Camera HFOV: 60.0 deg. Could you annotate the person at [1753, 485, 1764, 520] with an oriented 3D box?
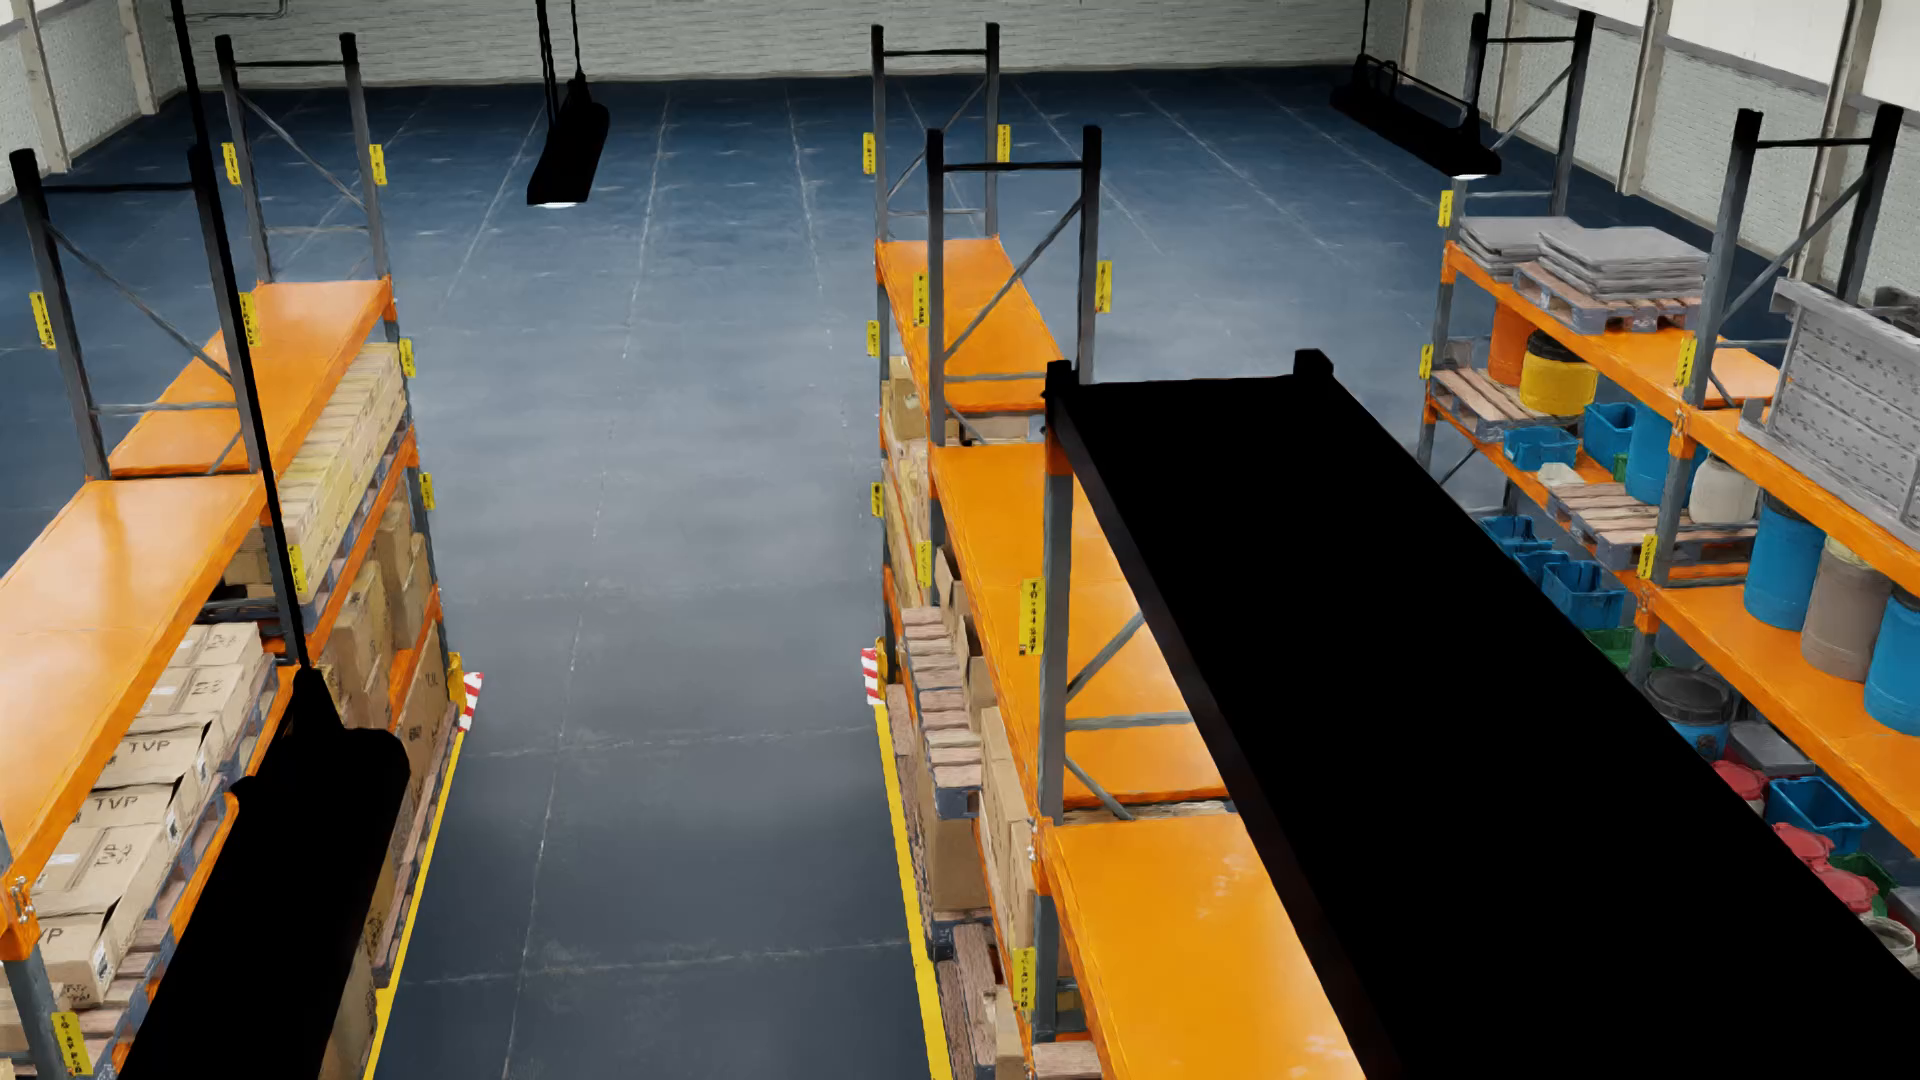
[{"bbox_3d":[8.533,-0.629,18.023,0.554,1.526,0.785,-12,28,-23],"label":"person"}]
